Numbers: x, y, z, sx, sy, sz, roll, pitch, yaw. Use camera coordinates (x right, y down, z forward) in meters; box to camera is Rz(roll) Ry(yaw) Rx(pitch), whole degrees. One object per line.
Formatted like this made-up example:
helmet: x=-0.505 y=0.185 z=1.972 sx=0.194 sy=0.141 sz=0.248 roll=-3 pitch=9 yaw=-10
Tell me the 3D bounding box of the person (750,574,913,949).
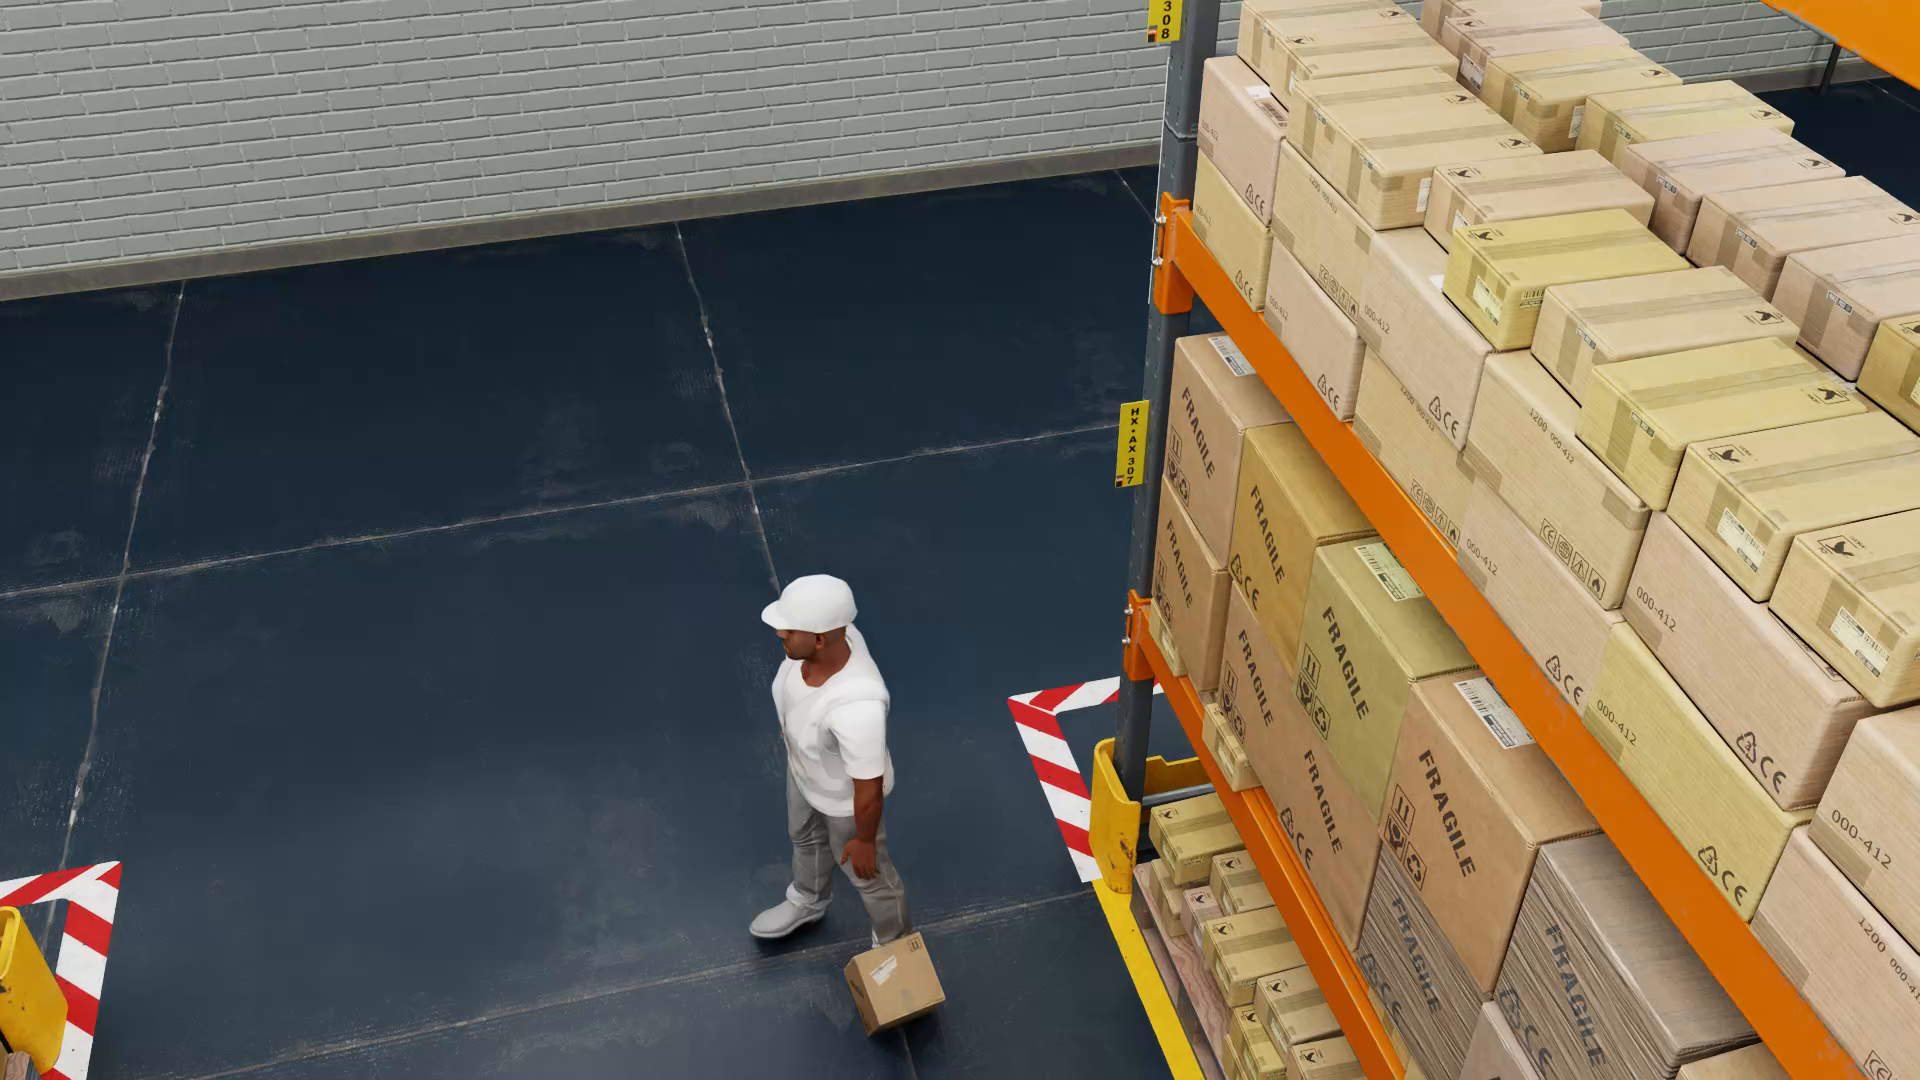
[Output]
person: x=-0.476 y=0.801 z=5.622 sx=0.527 sy=1.765 sz=0.743 roll=-17 pitch=41 yaw=-21
